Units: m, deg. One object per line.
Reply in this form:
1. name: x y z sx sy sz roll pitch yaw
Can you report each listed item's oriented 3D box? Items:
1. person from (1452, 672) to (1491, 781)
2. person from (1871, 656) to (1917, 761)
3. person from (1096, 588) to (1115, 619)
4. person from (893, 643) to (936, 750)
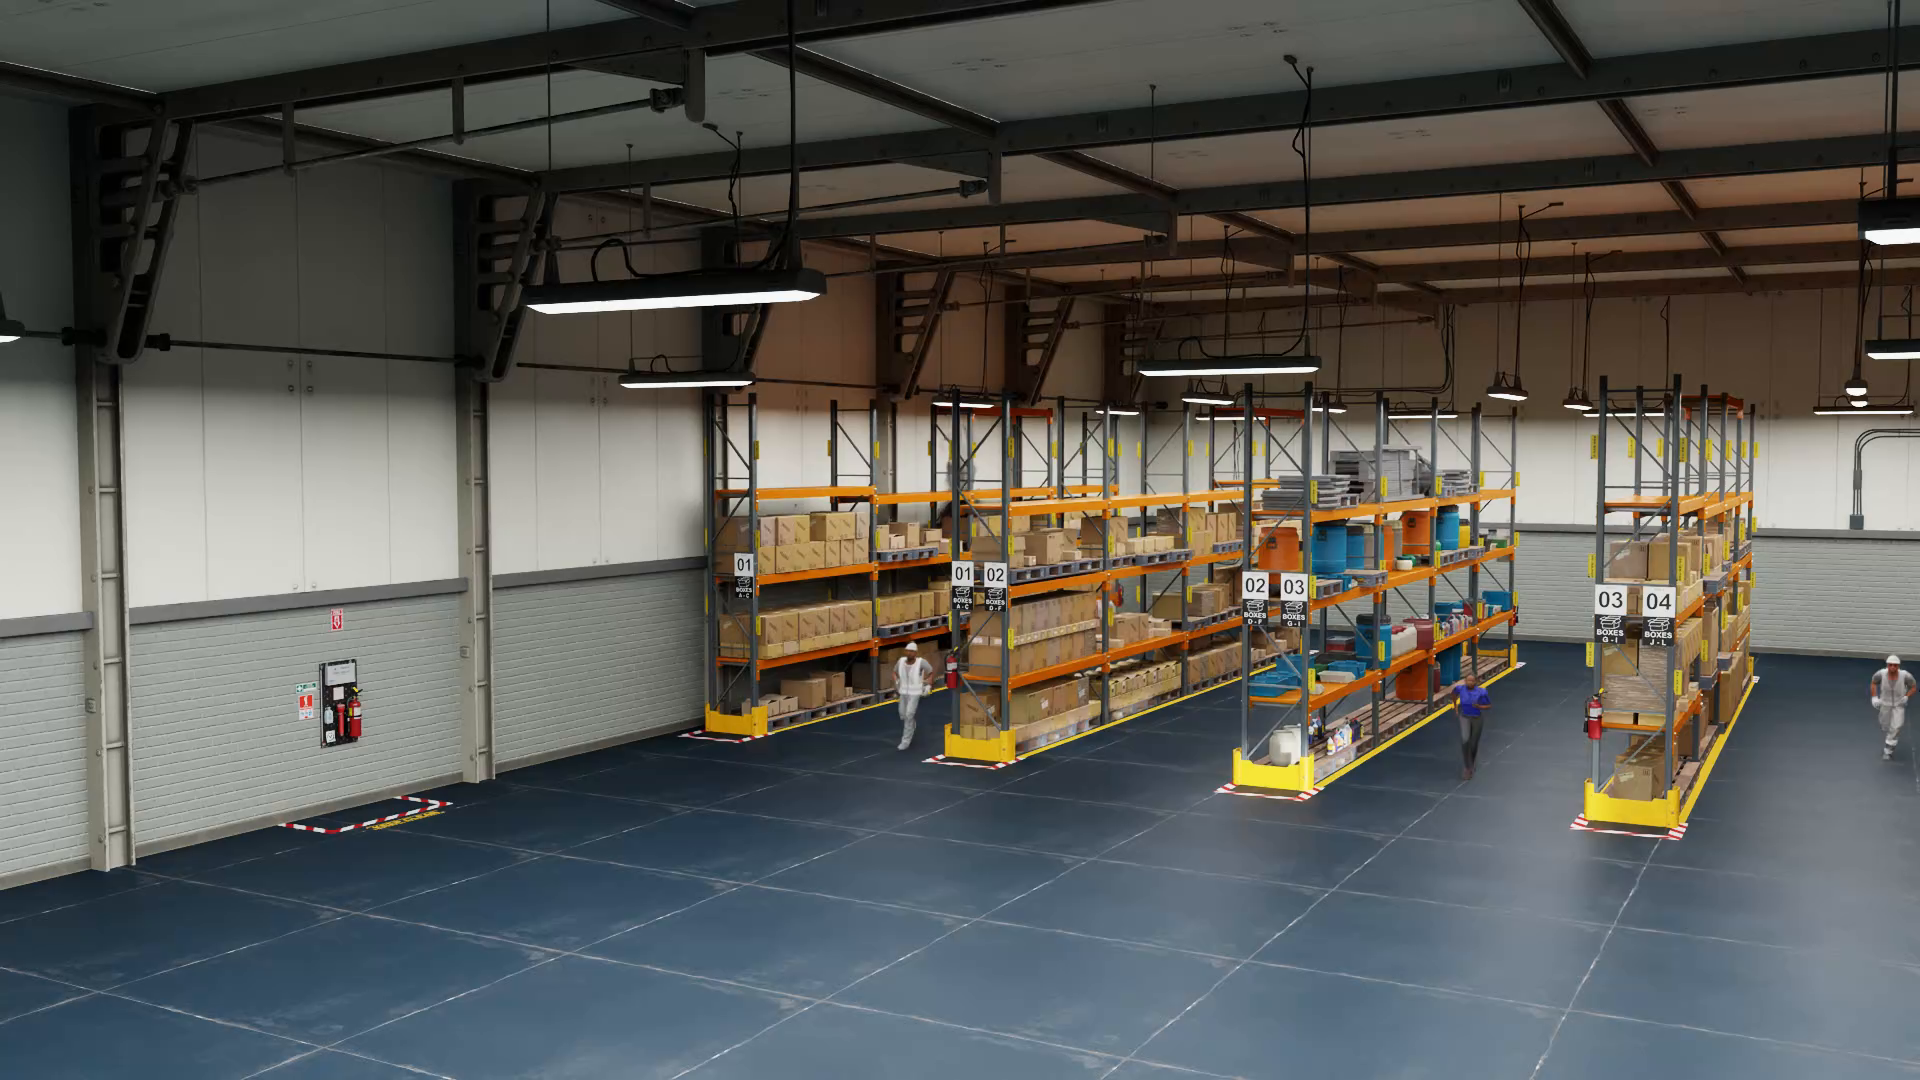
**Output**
1. person: 7.835 2.824 25.493 0.572 1.656 0.923 1 3 15
2. person: 15.149 2.708 26.993 0.656 1.717 0.850 2 4 29
3. person: 3.321 1.991 38.916 0.641 1.751 0.695 1 3 21
4. person: -0.791 2.614 28.148 0.752 1.781 0.879 1 3 20
